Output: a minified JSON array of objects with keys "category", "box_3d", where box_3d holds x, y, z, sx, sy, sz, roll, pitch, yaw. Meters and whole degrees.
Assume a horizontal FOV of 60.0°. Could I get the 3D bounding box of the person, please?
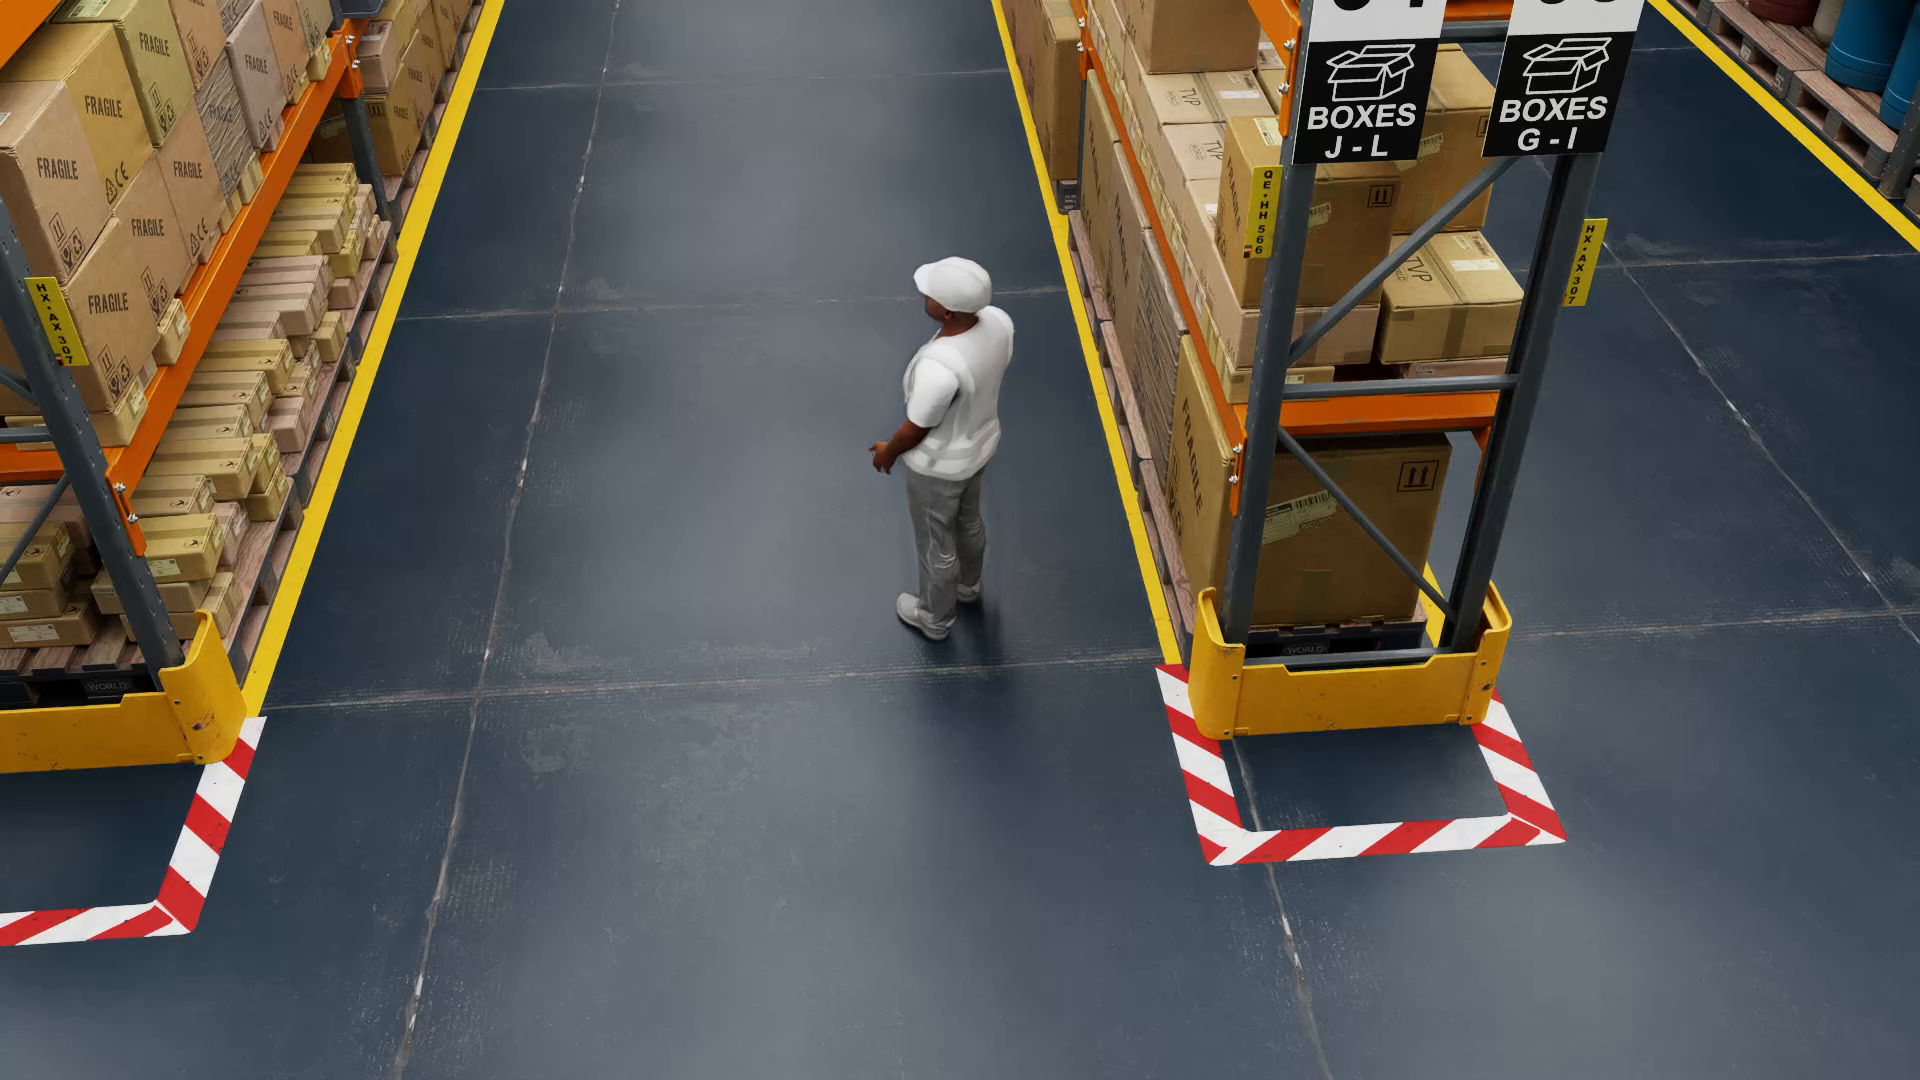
[{"category":"person","box_3d":[-0.072,-0.371,6.578,0.487,1.769,0.605,20,43,23]}]
